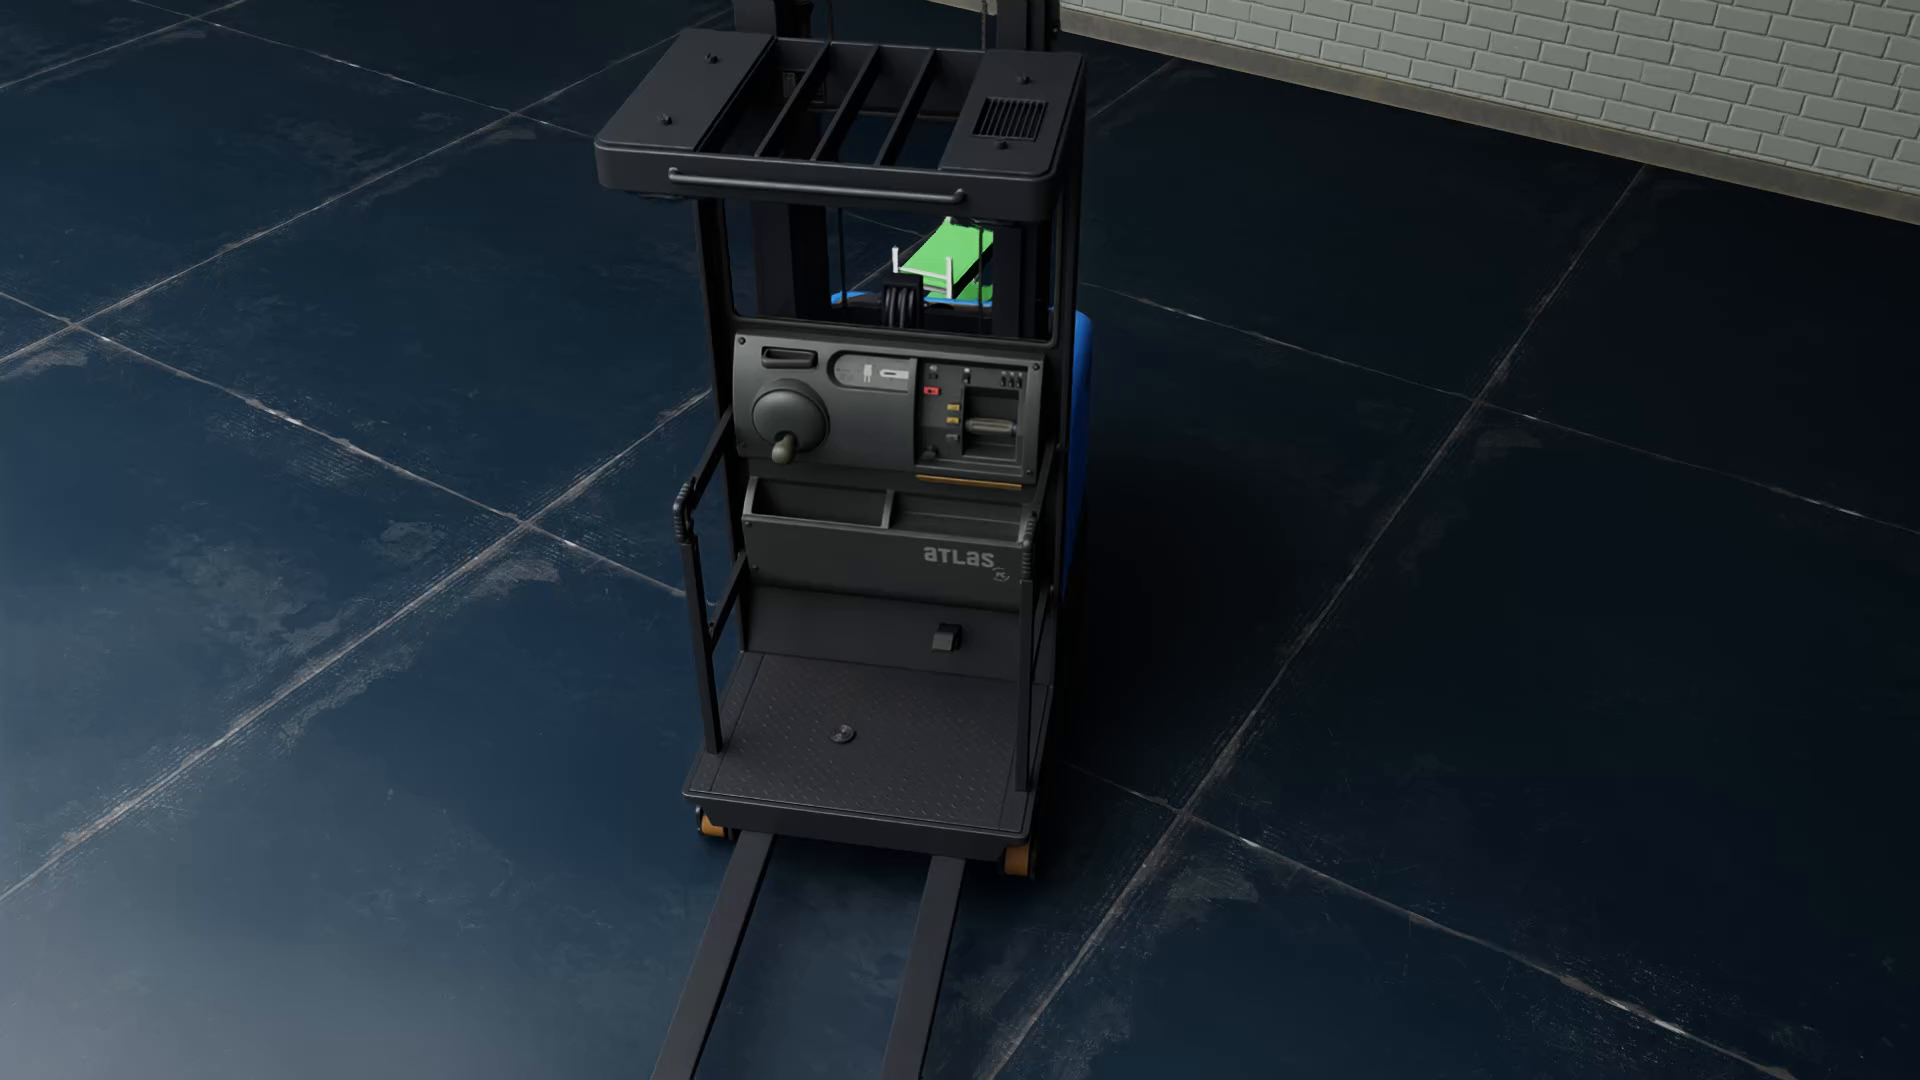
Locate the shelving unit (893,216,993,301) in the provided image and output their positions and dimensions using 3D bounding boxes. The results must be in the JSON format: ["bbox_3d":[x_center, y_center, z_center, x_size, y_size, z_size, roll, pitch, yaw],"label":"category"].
[{"bbox_3d":[-0.041,-0.731,6.716,0.258,1.200,0.503,15,40,18],"label":"shelving unit"}]

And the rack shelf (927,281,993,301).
[{"bbox_3d":[-0.041,-0.871,6.608,0.258,0.148,0.480,15,40,18],"label":"rack shelf"}]

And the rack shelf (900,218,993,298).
[{"bbox_3d":[-0.041,-1.061,6.462,0.258,0.148,0.480,15,40,18],"label":"rack shelf"}]

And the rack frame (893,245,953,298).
[{"bbox_3d":[-0.137,-0.594,6.538,0.240,1.200,0.015,15,40,18],"label":"rack frame"}]

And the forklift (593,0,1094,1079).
[{"bbox_3d":[-0.252,-0.322,4.767,1.130,2.935,3.031,6,38,8],"label":"forklift"}]

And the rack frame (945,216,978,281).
[{"bbox_3d":[0.055,-0.868,6.893,0.240,1.200,0.015,15,40,18],"label":"rack frame"}]
